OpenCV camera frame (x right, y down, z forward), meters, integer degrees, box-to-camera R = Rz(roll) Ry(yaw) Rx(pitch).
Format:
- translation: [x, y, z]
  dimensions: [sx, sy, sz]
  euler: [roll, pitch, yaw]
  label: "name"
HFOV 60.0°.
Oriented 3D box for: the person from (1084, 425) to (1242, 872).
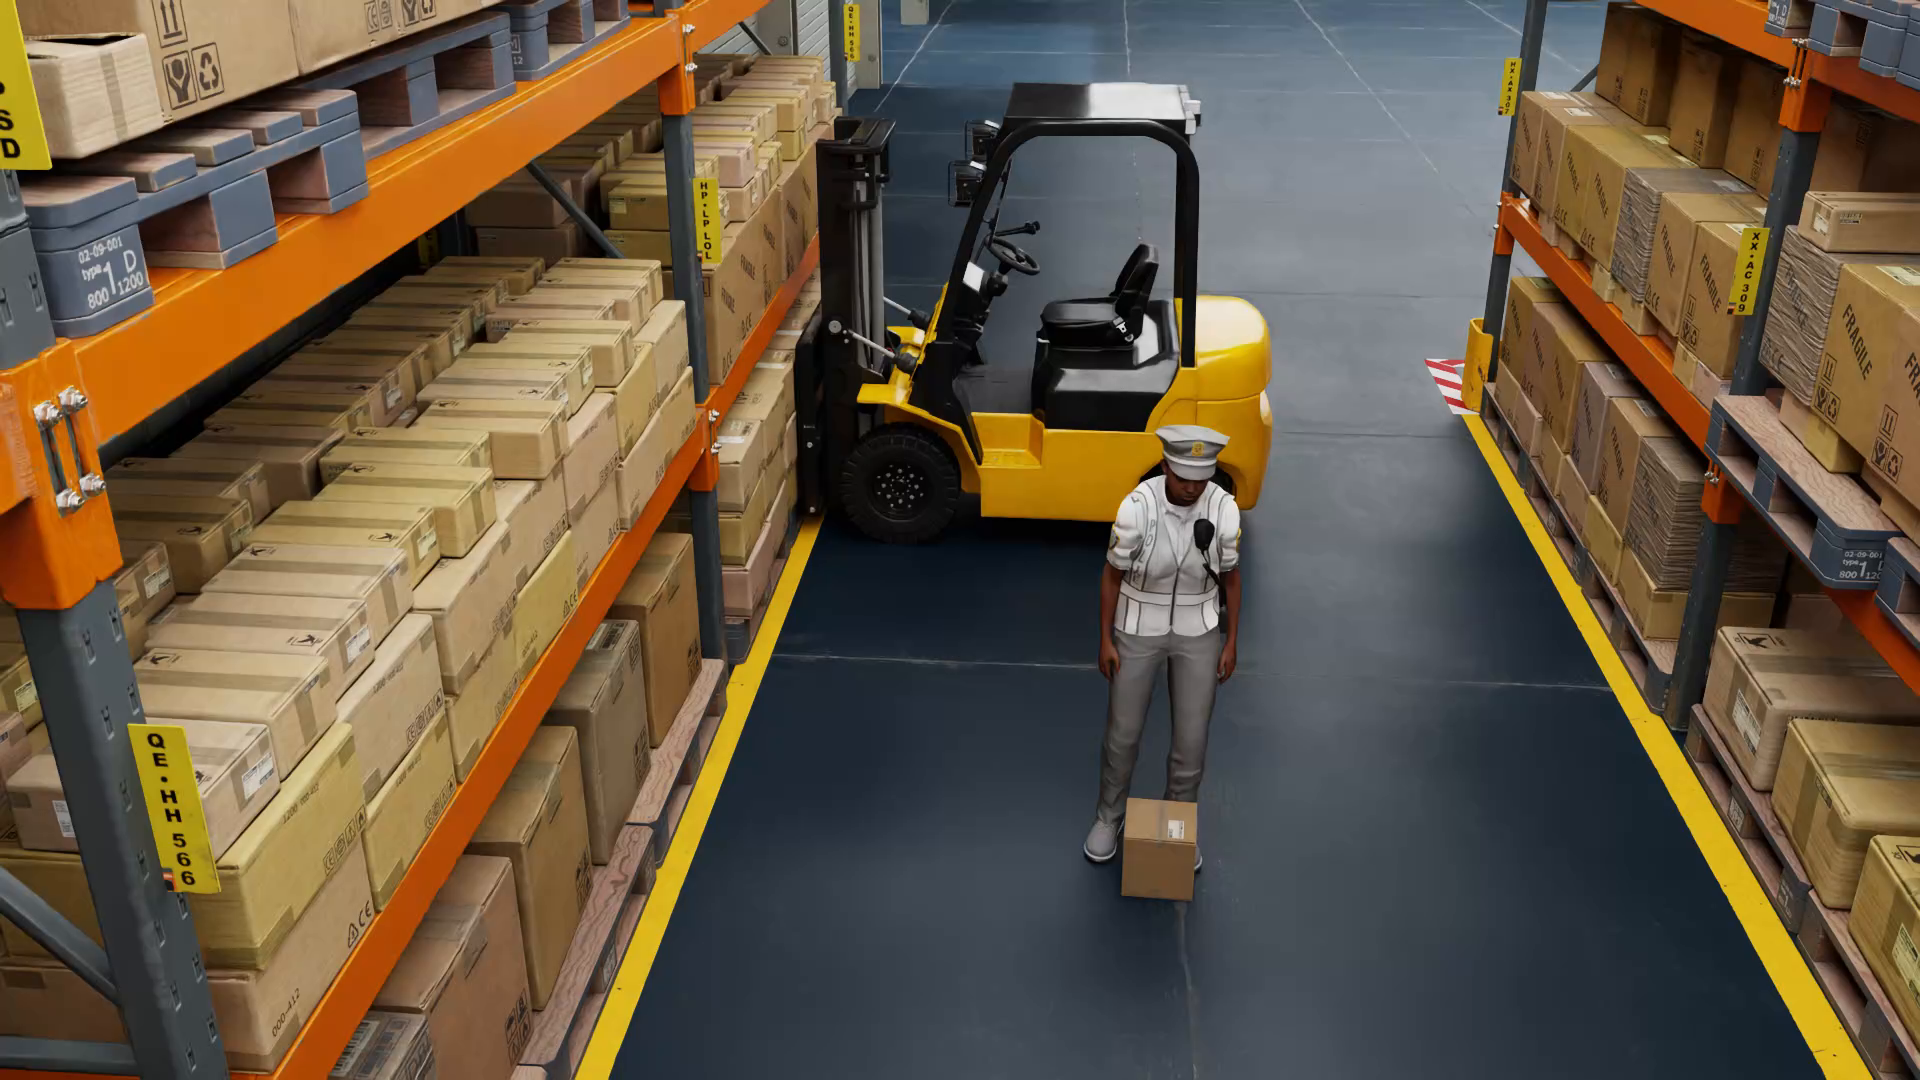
- translation: [0.717, 0.365, 5.813]
  dimensions: [0.524, 1.658, 0.427]
  euler: [0, 25, 1]
  label: "person"
